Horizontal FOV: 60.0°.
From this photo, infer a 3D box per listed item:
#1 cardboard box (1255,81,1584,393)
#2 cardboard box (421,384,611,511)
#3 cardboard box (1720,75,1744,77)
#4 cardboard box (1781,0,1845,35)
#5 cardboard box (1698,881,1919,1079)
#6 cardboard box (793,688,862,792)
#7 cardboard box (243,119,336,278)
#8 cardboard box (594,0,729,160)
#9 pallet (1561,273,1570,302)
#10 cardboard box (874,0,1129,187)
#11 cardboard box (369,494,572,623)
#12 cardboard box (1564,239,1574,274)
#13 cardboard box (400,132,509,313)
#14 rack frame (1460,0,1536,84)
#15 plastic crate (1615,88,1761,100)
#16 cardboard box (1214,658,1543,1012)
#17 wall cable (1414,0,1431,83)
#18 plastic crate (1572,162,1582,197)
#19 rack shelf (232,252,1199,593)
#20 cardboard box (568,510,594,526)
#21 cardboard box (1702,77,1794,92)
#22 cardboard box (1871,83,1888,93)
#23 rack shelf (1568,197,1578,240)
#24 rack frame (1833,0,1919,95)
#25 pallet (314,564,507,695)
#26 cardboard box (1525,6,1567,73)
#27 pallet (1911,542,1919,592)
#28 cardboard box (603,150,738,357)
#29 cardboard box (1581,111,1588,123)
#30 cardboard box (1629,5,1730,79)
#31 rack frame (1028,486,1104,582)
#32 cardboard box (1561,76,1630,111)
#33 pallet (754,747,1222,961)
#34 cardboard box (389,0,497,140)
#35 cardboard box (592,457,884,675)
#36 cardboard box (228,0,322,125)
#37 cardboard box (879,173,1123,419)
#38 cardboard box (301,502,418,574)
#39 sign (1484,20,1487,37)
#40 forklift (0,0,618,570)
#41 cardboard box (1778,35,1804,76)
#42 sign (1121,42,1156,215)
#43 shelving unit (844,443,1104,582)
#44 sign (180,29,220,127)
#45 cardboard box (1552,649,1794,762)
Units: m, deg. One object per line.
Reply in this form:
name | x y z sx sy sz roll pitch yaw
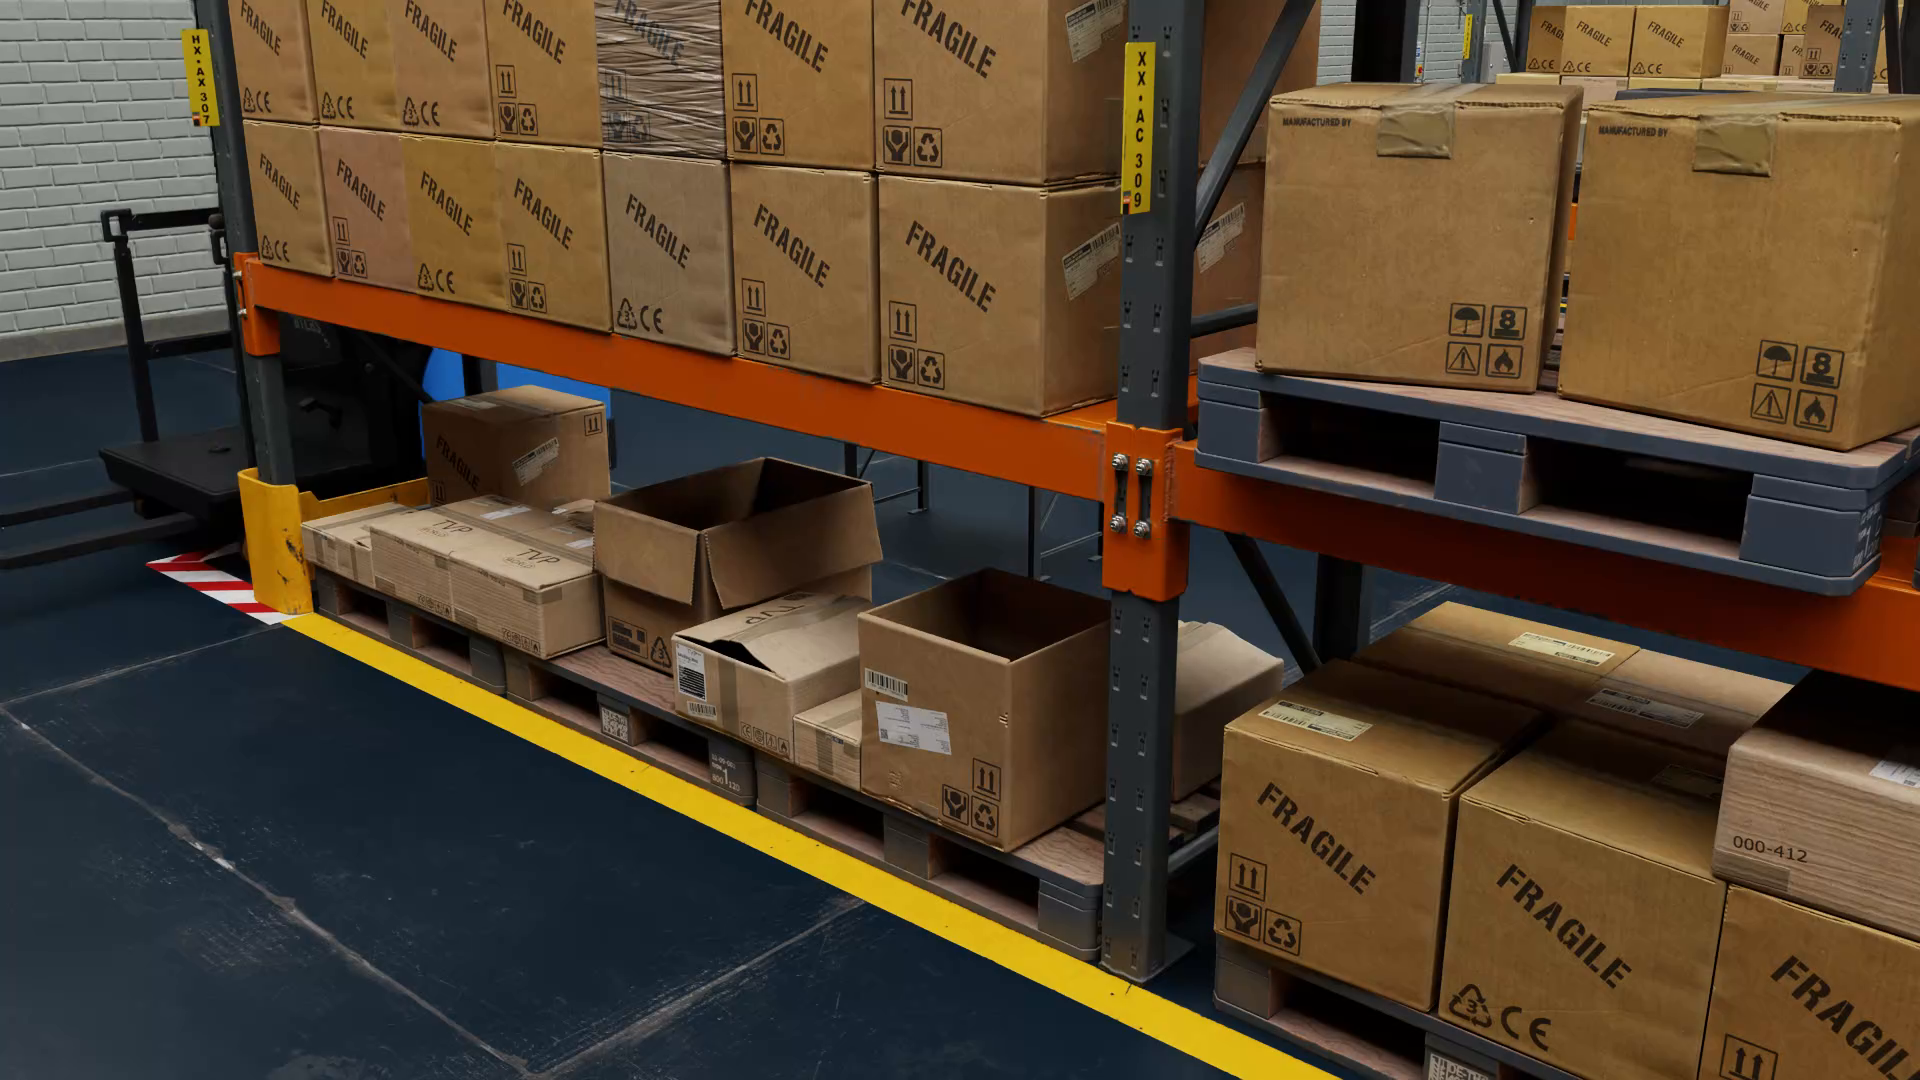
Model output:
cardboard box | 0.912 -0.621 3.249 0.500 0.500 0.700 7 19 21
cardboard box | -1.716 -0.286 6.460 0.500 0.500 0.500 15 23 39
cardboard box | 5.591 -3.391 12.594 0.500 0.250 0.500 14 22 37
cardboard box | 8.201 -5.080 15.850 0.500 0.500 0.500 16 24 41
cardboard box | 1.681 0.822 2.967 0.500 0.500 0.500 15 23 40
cardboard box | -0.229 0.519 4.504 0.250 0.149 0.380 15 23 39
cardboard box | -2.129 -1.220 5.833 0.500 0.500 0.500 16 23 40
cardboard box | -0.606 -1.289 4.397 0.500 0.500 0.500 15 23 40
pallet | 4.942 -2.090 13.349 1.213 0.211 1.003 15 23 39
cardboard box | 0.156 -1.086 3.755 0.500 0.500 0.500 15 23 40
cardboard box | -1.694 0.053 5.804 0.500 0.250 0.500 15 23 39
cardboard box | 4.824 -2.639 13.287 0.875 0.875 0.875 15 23 39
cardboard box | -1.366 -1.017 5.191 0.500 0.500 0.500 15 23 39
rack frame | 4.292 -3.562 13.377 0.127 3.000 1.000 15 23 39
plastic crate | 3.495 -1.933 8.040 0.583 0.464 0.402 15 23 39
cardboard box | 0.906 0.616 3.618 0.500 0.500 0.500 14 22 37
wall cable | 6.637 -7.430 23.834 0.123 1.953 0.585 15 23 39
plastic crate | 2.981 -1.700 7.865 0.590 0.125 0.437 15 23 39
rack shelf | -0.790 -0.577 5.161 4.000 0.370 1.077 15 23 39
cardboard box | -1.025 0.030 5.876 0.500 0.250 0.500 15 23 39
cardboard box | 5.632 -3.167 11.888 0.500 0.250 0.500 14 23 38
cardboard box | 6.391 -2.962 11.242 0.500 0.250 0.500 16 24 41
rack shelf | 2.501 -1.697 8.690 4.000 0.370 1.077 15 23 39
rack frame | 3.996 -1.638 7.315 0.127 3.000 1.000 15 23 39
pallet | -1.632 0.183 6.187 1.213 0.211 1.003 15 23 39
cardboard box | 4.831 -3.951 13.120 0.500 0.500 0.500 15 23 40
pallet | 2.240 -0.013 2.512 1.213 0.211 1.003 15 23 39
cardboard box | -0.611 -0.814 4.553 0.500 0.500 0.500 16 23 40
cardboard box | 4.723 -3.194 12.632 0.250 0.149 0.380 14 23 38
cardboard box | 5.238 -3.629 12.105 0.500 0.500 0.500 14 23 38
rack frame | 0.444 -0.596 6.509 0.032 1.500 0.500 15 23 39
cardboard box | 4.865 -3.372 12.534 0.500 0.250 0.500 15 23 39
pallet | 0.193 0.673 4.643 1.213 0.211 1.003 15 23 39
cardboard box | -1.362 -1.492 5.037 0.500 0.500 0.500 15 23 40
cardboard box | -0.703 0.086 5.282 0.637 0.503 0.797 15 23 39
cardboard box | -2.129 -1.697 5.682 0.500 0.500 0.500 16 24 41
cardboard box | 0.162 -0.608 3.905 0.500 0.500 0.500 16 23 40
cardboard box | -2.201 -0.011 6.172 0.250 0.149 0.380 15 23 39
sign | 7.949 -7.800 25.365 0.001 0.242 0.339 15 23 39
forklift | -2.999 -1.447 6.827 1.130 2.935 3.031 15 23 39
cardboard box | 8.230 -4.599 15.987 0.500 0.500 0.500 15 23 39
sign | 0.351 -0.807 3.264 0.005 0.325 0.100 15 23 39
shelving unit | 0.064 -0.698 6.831 1.048 1.500 0.538 15 23 39
sign | -2.646 -1.611 5.799 0.005 0.325 0.100 15 23 39
cardboard box | 1.629 0.599 3.671 0.500 0.500 0.500 15 23 39
